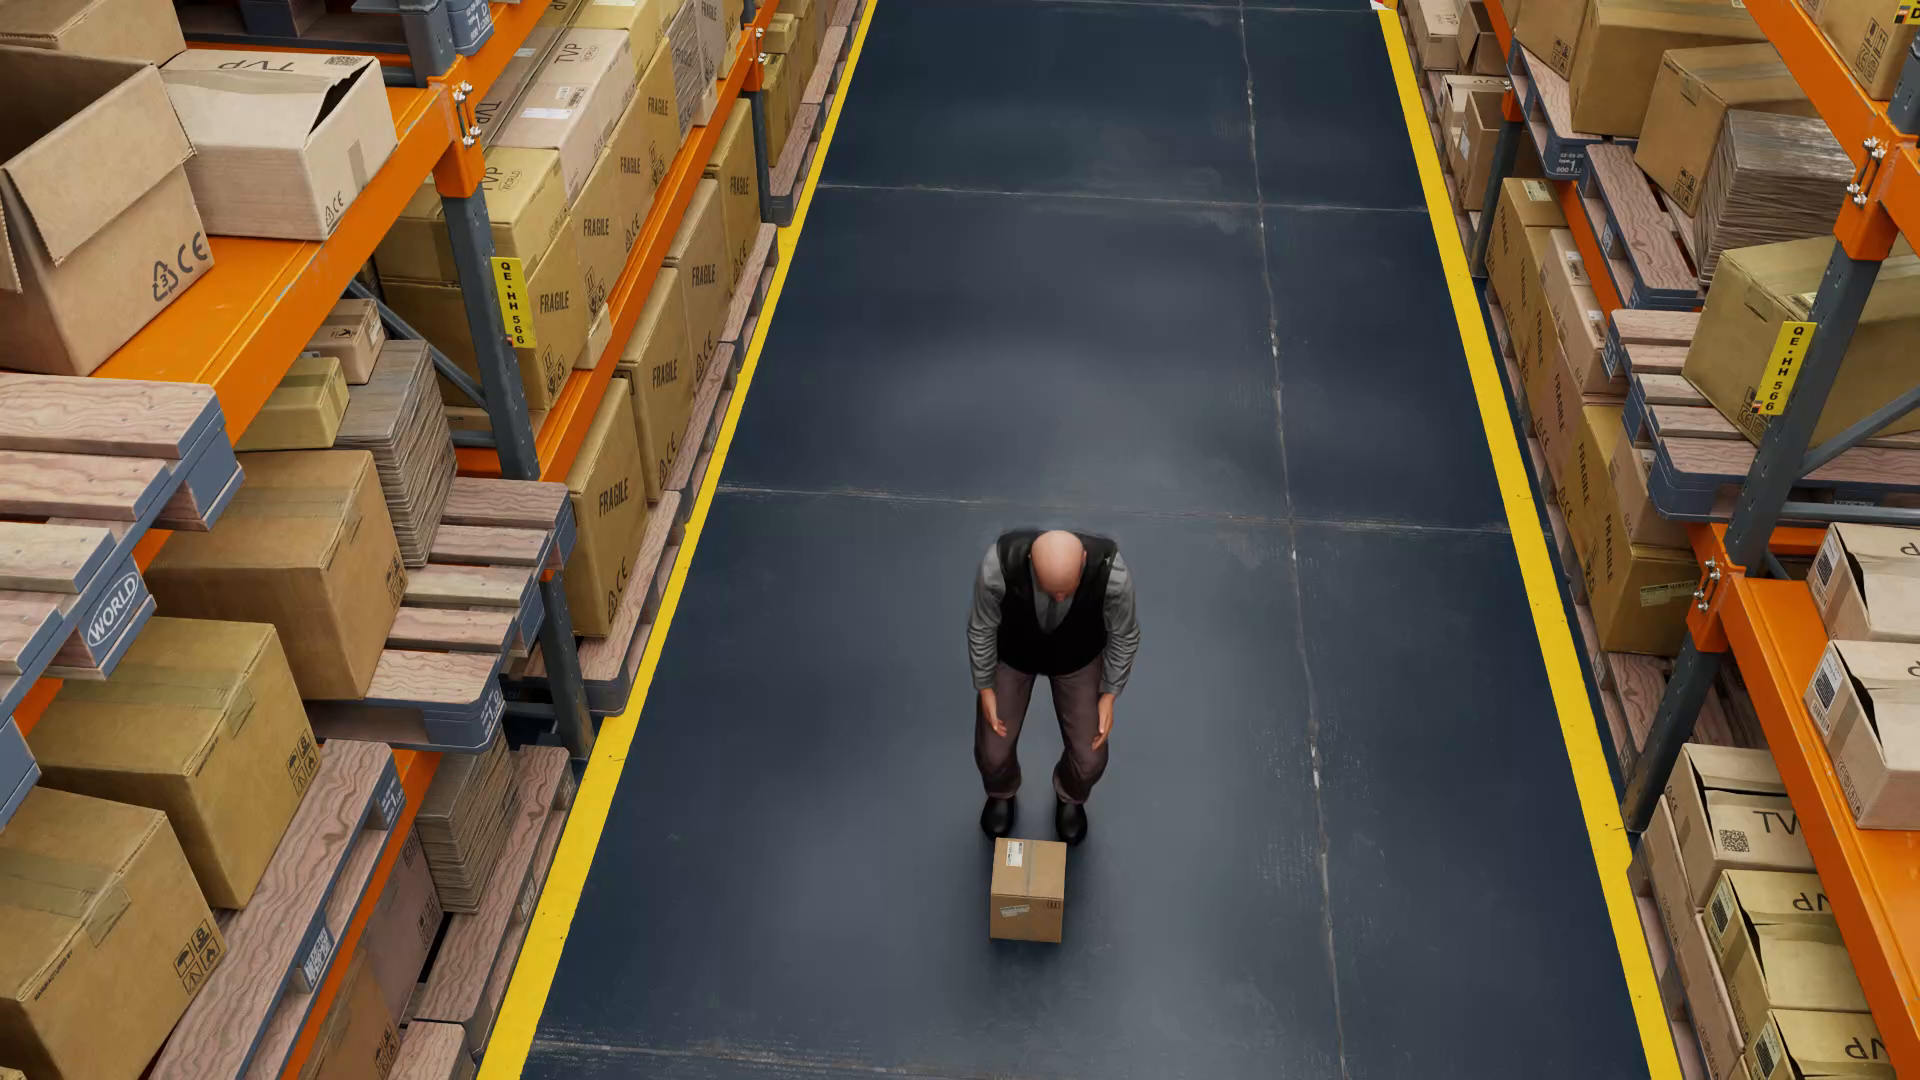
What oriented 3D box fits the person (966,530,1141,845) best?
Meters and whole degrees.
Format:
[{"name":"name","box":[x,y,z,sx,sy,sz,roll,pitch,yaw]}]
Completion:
[{"name":"person","box":[0.319,0.451,5.786,0.586,1.538,0.602,4,40,4]}]
